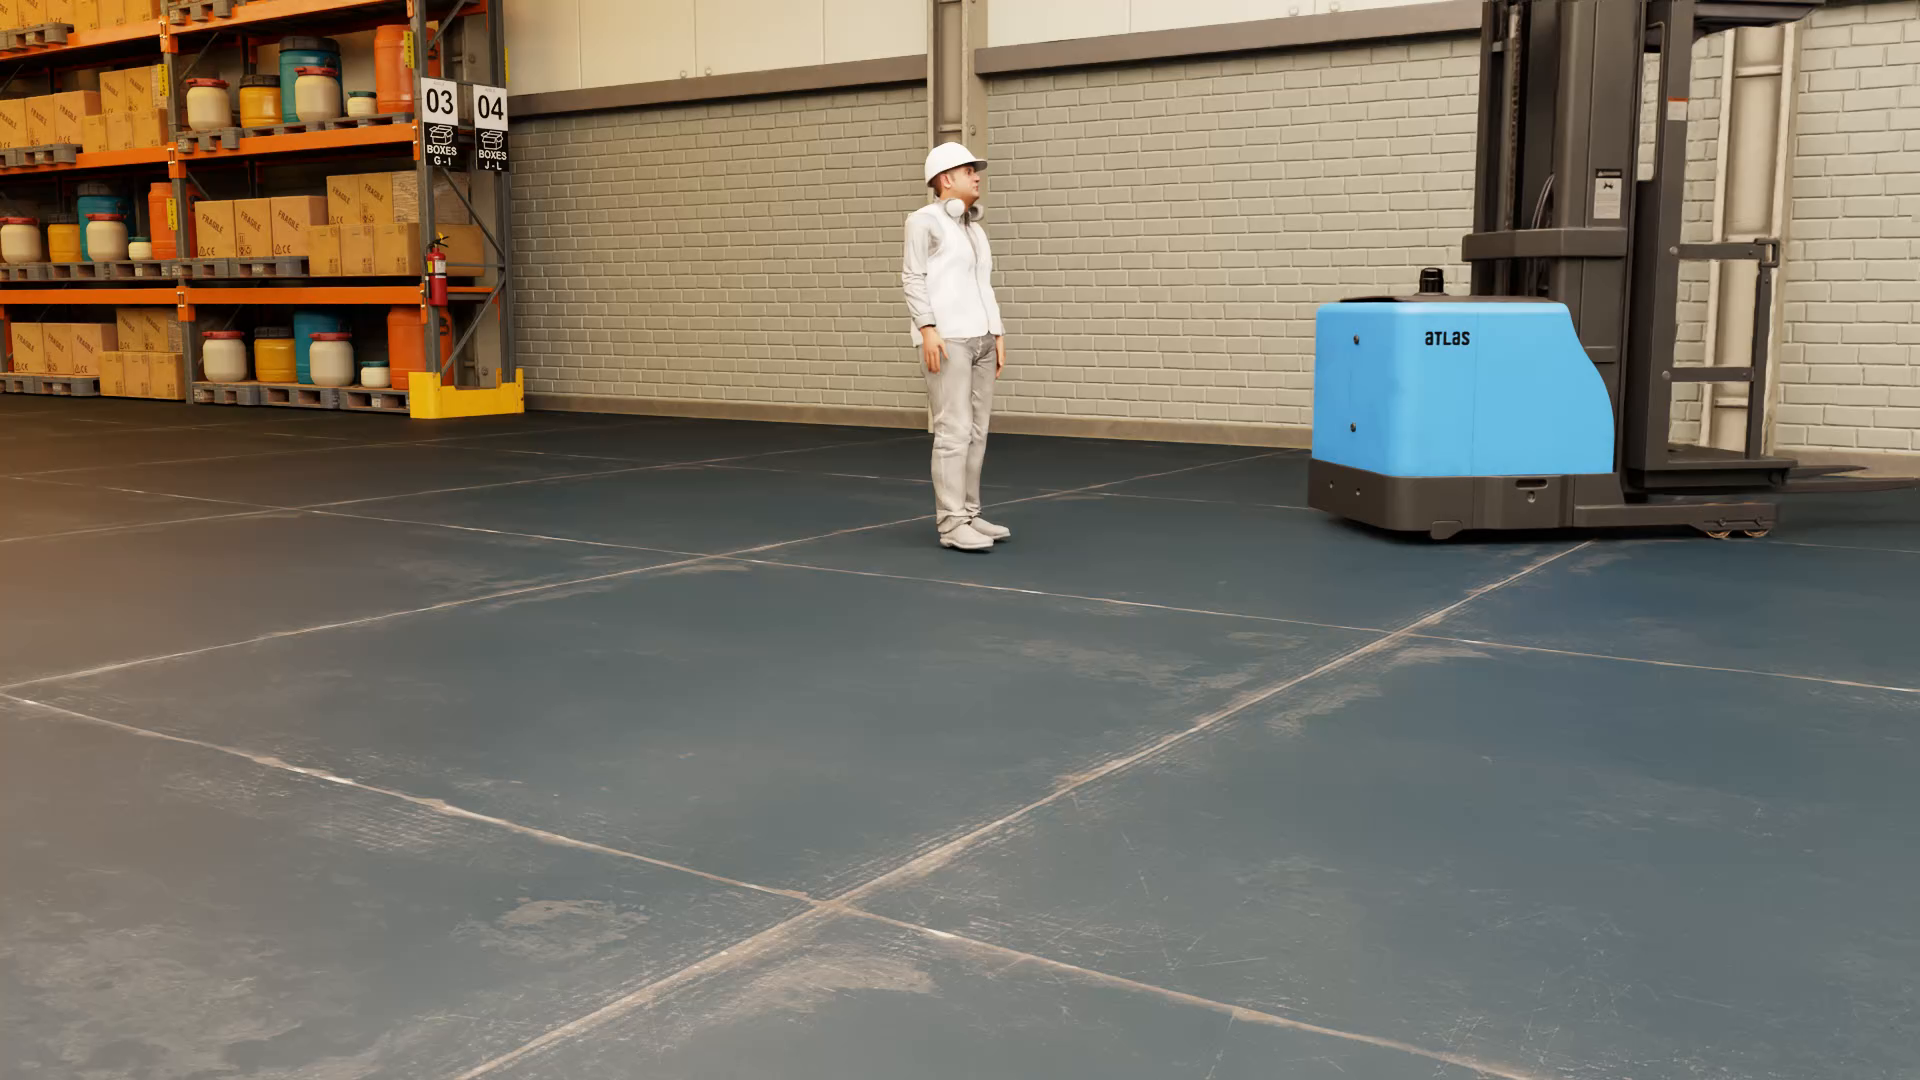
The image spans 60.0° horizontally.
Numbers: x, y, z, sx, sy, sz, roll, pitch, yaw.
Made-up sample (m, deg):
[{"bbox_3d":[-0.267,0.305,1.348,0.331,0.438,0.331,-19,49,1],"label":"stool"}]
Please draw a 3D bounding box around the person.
[{"bbox_3d":[0.048,-0.880,7.437,0.566,1.775,0.633,5,10,34],"label":"person"}]

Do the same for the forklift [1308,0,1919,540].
[{"bbox_3d":[3.302,-1.529,7.943,3.031,2.935,1.130,-2,8,-11],"label":"forklift"}]
